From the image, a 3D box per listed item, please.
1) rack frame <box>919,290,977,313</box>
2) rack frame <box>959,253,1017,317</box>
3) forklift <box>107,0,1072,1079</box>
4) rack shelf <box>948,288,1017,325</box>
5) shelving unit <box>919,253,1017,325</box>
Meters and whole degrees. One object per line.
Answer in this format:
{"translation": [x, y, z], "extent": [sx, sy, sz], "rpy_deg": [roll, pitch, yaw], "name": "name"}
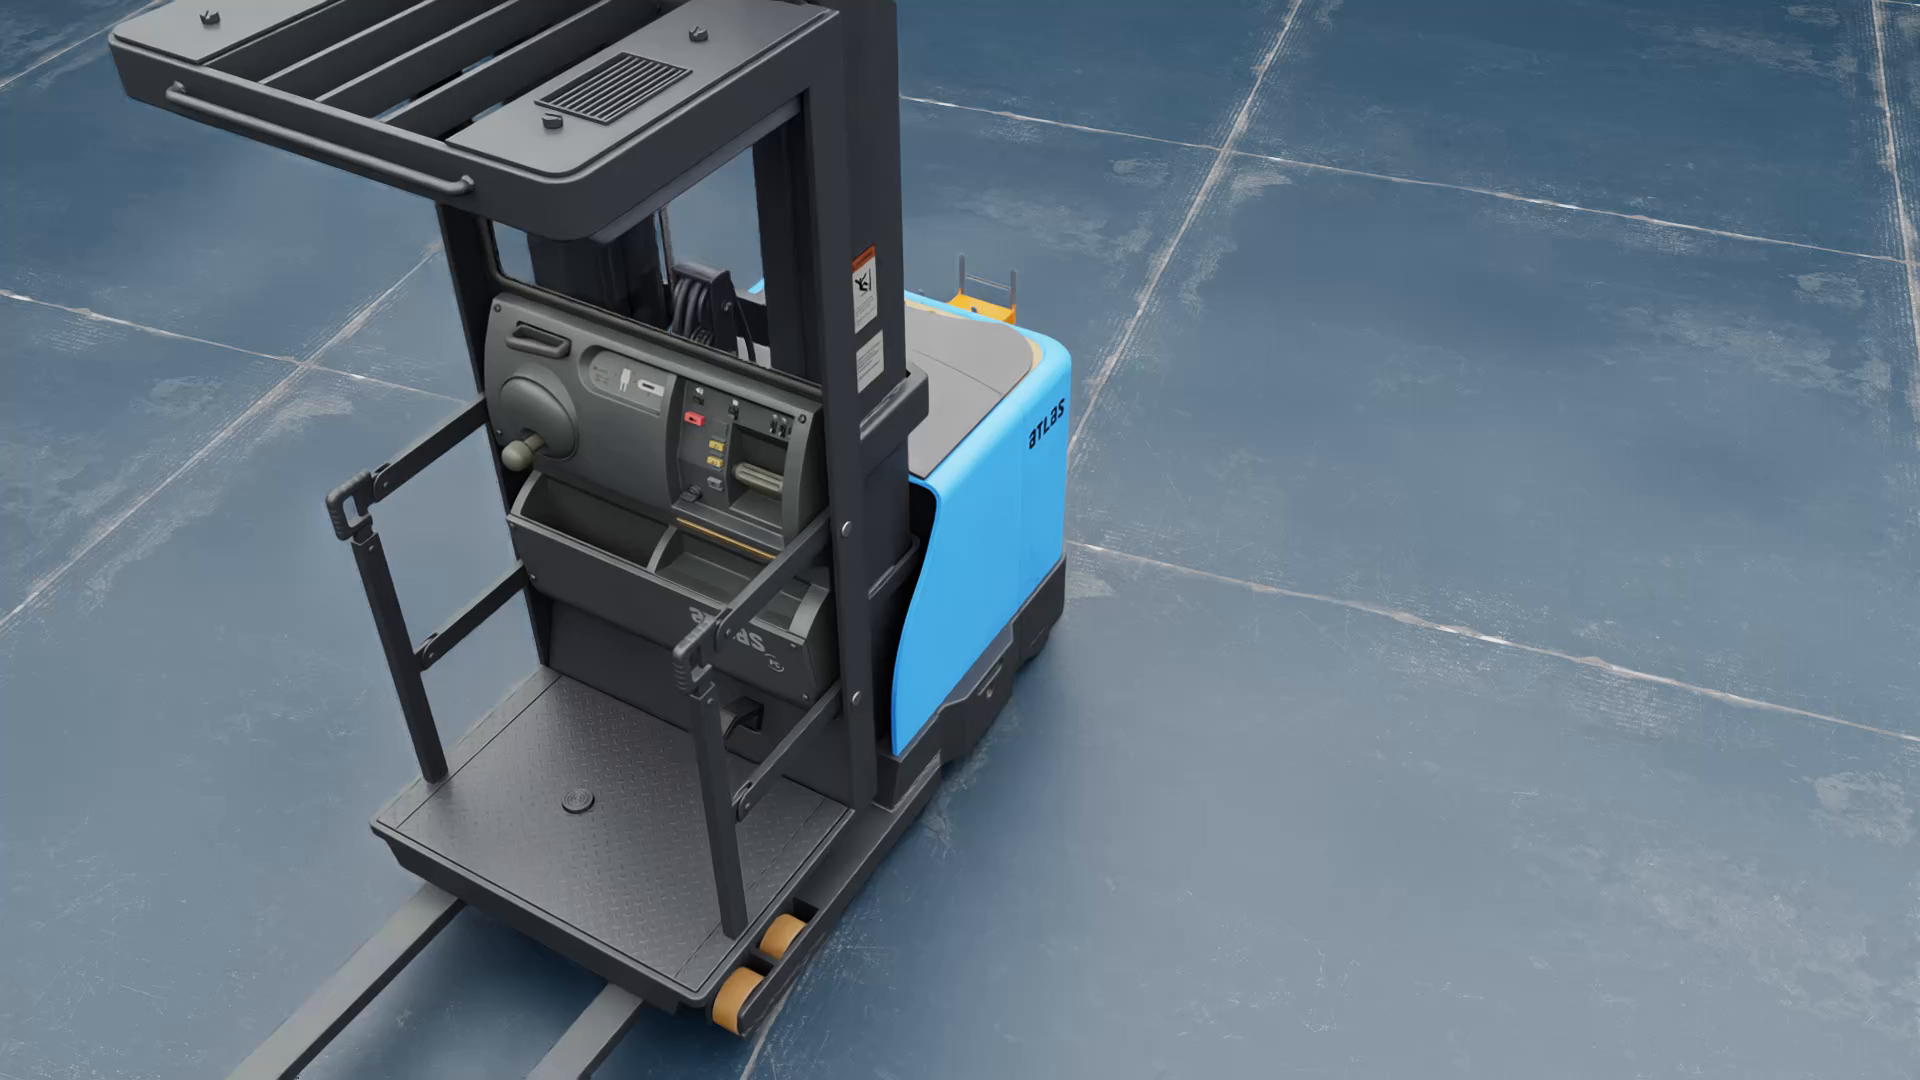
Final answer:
{"translation": [-0.037, -0.322, 5.319], "extent": [0.200, 1.050, 0.008], "rpy_deg": [21, 45, 22], "name": "rack frame"}
{"translation": [0.086, -0.459, 5.479], "extent": [0.200, 1.050, 0.008], "rpy_deg": [21, 45, 22], "name": "rack frame"}
{"translation": [-0.843, -0.196, 3.722], "extent": [1.130, 2.935, 3.031], "rpy_deg": [21, 45, 23], "name": "forklift"}
{"translation": [0.025, -0.599, 5.222], "extent": [0.215, 0.259, 0.240], "rpy_deg": [21, 45, 22], "name": "rack shelf"}
{"translation": [0.024, -0.391, 5.399], "extent": [0.215, 1.050, 0.252], "rpy_deg": [21, 45, 22], "name": "shelving unit"}
